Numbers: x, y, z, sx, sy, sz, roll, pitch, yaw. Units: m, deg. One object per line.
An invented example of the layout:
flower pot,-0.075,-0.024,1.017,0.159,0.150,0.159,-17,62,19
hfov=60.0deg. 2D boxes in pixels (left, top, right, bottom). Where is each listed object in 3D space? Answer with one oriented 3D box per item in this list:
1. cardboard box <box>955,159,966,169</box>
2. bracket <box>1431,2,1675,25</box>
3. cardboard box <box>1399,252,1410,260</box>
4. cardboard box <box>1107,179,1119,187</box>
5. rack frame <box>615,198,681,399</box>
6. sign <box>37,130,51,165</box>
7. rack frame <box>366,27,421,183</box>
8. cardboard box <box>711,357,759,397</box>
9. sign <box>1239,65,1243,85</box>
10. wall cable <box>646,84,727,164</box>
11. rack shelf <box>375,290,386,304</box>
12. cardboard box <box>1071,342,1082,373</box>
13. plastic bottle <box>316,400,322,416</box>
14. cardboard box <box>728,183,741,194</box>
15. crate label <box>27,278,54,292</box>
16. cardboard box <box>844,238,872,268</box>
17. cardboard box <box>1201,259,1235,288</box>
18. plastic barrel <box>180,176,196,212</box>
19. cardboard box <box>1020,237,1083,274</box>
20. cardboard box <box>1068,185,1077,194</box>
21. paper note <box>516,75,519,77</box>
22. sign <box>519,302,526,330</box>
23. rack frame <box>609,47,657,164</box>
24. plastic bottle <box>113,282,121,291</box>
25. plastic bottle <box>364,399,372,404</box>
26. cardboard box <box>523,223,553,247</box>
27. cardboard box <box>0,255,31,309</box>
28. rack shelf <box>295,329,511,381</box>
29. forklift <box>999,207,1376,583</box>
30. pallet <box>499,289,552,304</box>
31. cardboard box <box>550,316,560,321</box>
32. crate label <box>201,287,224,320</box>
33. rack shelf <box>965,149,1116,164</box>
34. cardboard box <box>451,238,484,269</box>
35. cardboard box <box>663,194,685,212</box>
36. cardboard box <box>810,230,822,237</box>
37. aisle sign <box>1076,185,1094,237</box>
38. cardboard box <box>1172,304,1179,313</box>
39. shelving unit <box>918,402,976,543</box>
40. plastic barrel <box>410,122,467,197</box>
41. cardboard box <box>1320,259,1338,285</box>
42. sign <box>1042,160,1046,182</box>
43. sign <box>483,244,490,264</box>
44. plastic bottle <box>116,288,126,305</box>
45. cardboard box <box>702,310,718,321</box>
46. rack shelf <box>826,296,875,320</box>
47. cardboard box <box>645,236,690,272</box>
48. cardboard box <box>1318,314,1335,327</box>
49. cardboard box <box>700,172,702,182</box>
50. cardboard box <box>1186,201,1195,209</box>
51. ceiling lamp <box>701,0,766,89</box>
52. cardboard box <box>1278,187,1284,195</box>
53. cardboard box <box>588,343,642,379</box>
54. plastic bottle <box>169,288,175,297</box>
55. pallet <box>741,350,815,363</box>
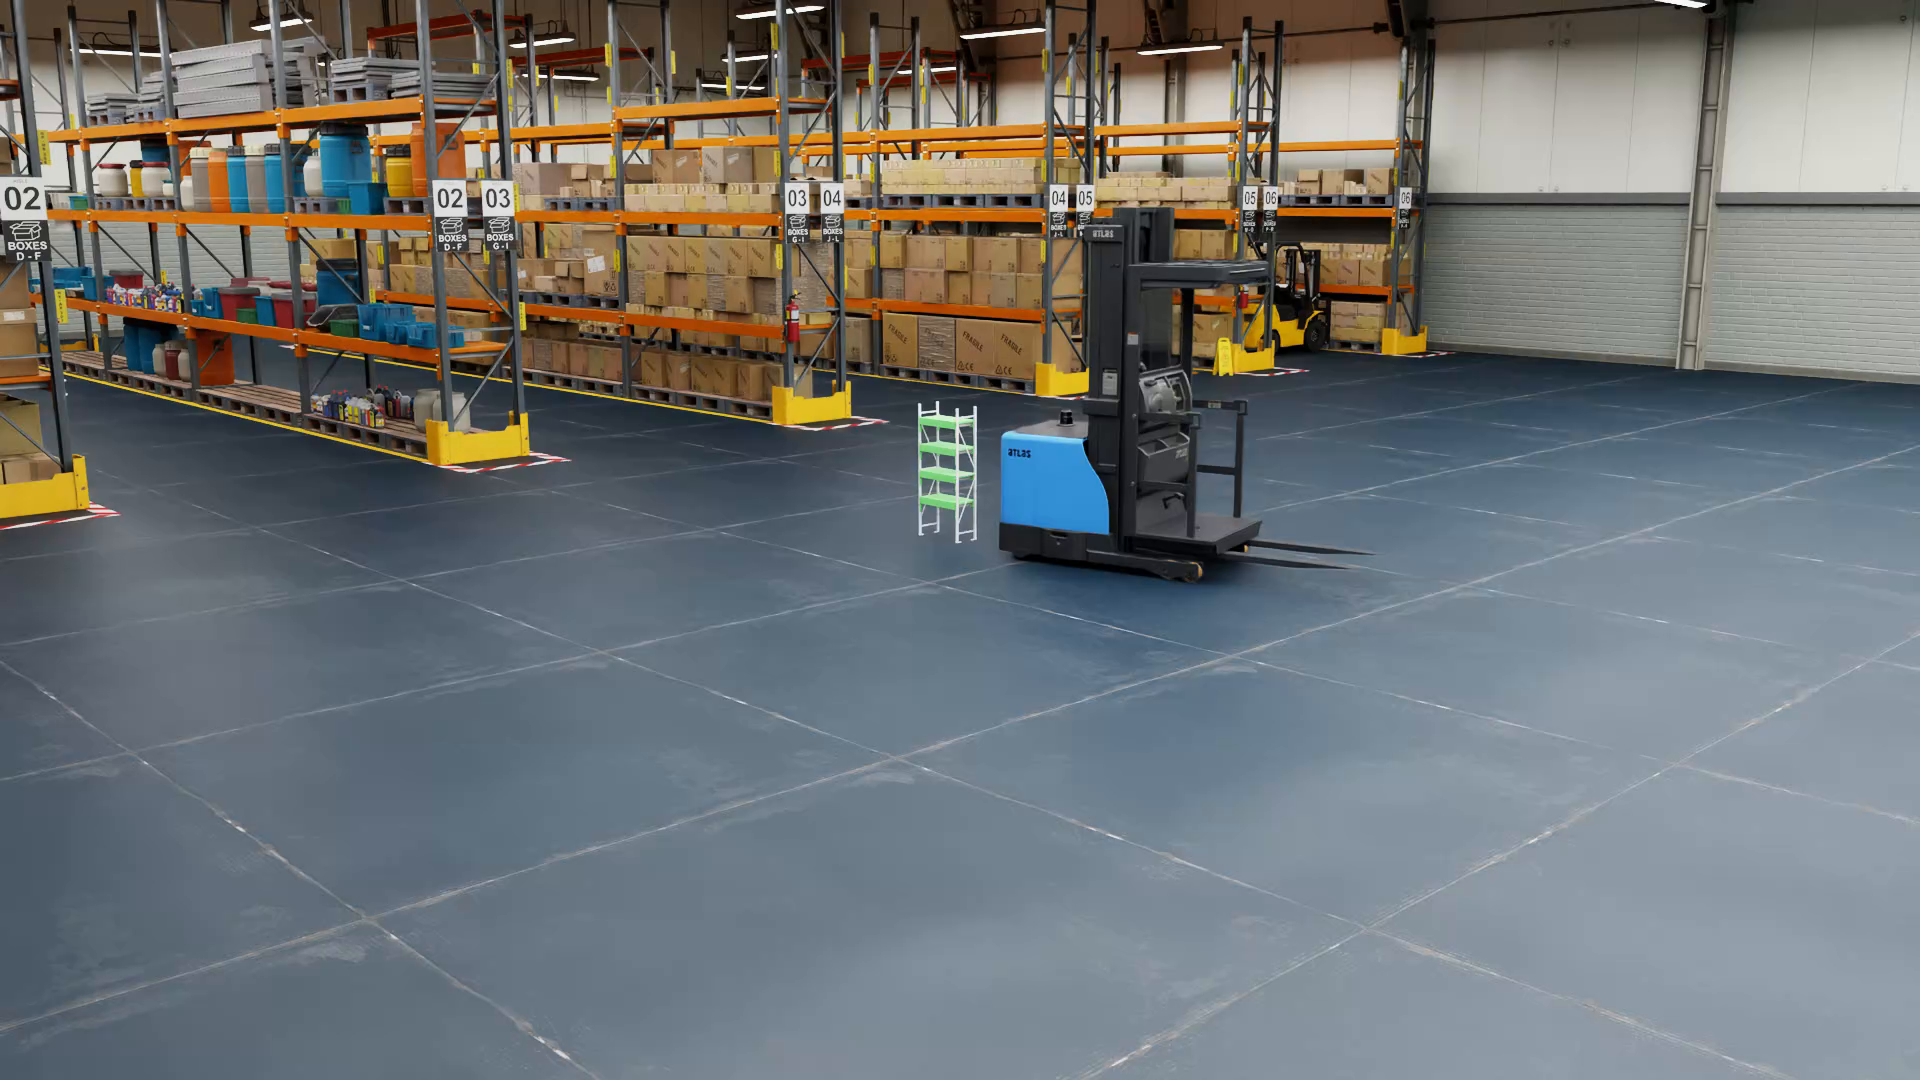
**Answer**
cardboard box,0.142,-6.006,26.556,0.380,0.149,0.250,-11,16,-42
bracket,10.764,-9.627,30.419,0.076,0.066,4.783,-11,16,-43
cardboard box,8.725,-5.640,32.997,0.250,0.149,0.380,11,16,44
cardboard box,2.942,-6.608,30.766,0.380,0.149,0.250,-11,16,-43
rack frame,-4.746,-3.698,25.427,1.000,3.000,0.127,-11,16,-43
sign,-8.745,-3.747,15.868,0.100,0.325,0.005,-11,16,-43
rack frame,-10.270,-7.804,30.489,1.000,3.000,0.127,-11,16,-43
cardboard box,-3.259,-2.366,24.114,0.500,0.500,0.500,-9,15,-37
sign,4.769,-7.894,28.220,0.100,0.325,0.005,-11,16,-43
wall cable,-7.410,-11.065,46.224,2.988,3.039,0.133,-11,16,-43
rack shelf,-11.651,-4.805,32.583,1.077,0.370,4.000,-11,16,-43
cardboard box,2.140,-3.176,29.080,0.637,0.503,0.797,1,12,6
plastic bottle,-8.355,-1.730,21.721,0.097,0.201,0.097,0,12,0
cardboard box,-2.954,-4.814,22.796,0.380,0.149,0.250,-11,16,-42
crate label,-16.682,-4.625,30.191,0.416,0.233,0.303,-11,16,-43
cardboard box,-1.792,-5.060,29.310,0.700,0.500,0.500,-11,16,-43
cardboard box,4.610,-4.731,29.454,0.500,0.500,0.500,-11,16,-44
plastic barrel,-11.097,-5.027,24.169,0.421,0.512,0.421,0,12,0
cardboard box,1.446,-4.453,26.042,0.875,0.550,0.550,-11,16,-43
cardboard box,1.669,-5.486,26.007,0.380,0.149,0.250,-11,16,-42
paper note,-9.549,-9.998,35.857,0.001,0.032,0.123,-11,16,-43
sign,-5.165,-2.636,19.584,0.100,0.325,0.005,-11,16,-43
rack frame,-6.613,-8.480,33.772,1.000,3.000,0.127,-11,16,-43
plastic bottle,-13.816,-4.049,27.252,0.144,0.351,0.185,-11,16,-43
plastic bottle,-7.557,-1.648,21.138,0.152,0.276,0.135,-11,16,-43
cardboard box,-9.257,-6.708,36.572,0.500,0.500,0.500,-11,16,-43
cardboard box,-9.500,-2.496,16.132,0.700,0.500,0.500,-11,16,-42
rack shelf,-6.947,-2.364,20.733,1.077,0.370,4.000,-11,16,-43
forklift,1.863,-1.217,13.554,3.031,2.935,1.130,7,14,30
pallet,-6.939,-4.099,27.847,1.213,0.211,1.003,-11,16,-43
cardboard box,-8.719,-4.845,36.280,0.380,0.149,0.250,-10,15,-41
crate label,-10.600,-3.426,24.020,0.502,0.435,0.616,-11,16,-43
rack shelf,1.866,-9.037,39.248,1.077,0.370,4.000,-11,16,-43
cardboard box,-8.449,-5.026,29.142,0.797,0.503,0.637,-10,16,-41
cardboard box,-3.916,-4.842,23.917,0.500,0.250,0.500,11,16,43
cardboard box,-3.007,-6.681,37.180,0.500,0.500,0.500,-11,16,-42
aisle sign,1.940,-5.095,25.767,0.394,0.787,0.004,-11,16,-43
cardboard box,3.969,-4.201,30.176,0.380,0.149,0.250,-11,16,-42
shelving unit,-0.114,-0.612,14.908,0.258,1.200,0.503,-11,16,-43
plastic barrel,-5.993,-4.362,19.113,0.600,0.830,0.708,-11,16,-43
cardboard box,7.536,-5.423,33.554,0.500,0.500,0.500,-11,16,-44
sign,1.272,-5.581,25.135,0.100,0.325,0.005,-11,16,-43
sign,-7.907,-4.771,27.766,0.100,0.325,0.005,-11,16,-43
plastic bottle,-13.556,-3.941,26.912,0.152,0.276,0.135,-11,16,-43
cardboard box,-3.441,-3.208,23.673,0.380,0.149,0.250,-11,16,-43
rack shelf,-2.470,-4.314,30.200,1.077,0.370,4.000,-11,16,-43
cardboard box,-4.272,-4.208,24.442,0.500,0.500,0.500,-11,16,-43
cardboard box,7.499,-4.466,33.688,0.500,0.250,0.500,-11,16,-44
cardboard box,-5.221,-7.059,32.162,0.396,0.266,0.258,-11,16,-43
cardboard box,4.254,-5.976,29.672,0.380,0.149,0.250,-11,16,-42
ceiling lamp,-5.813,-13.386,43.120,2.000,3.185,0.800,-11,16,-43
cardboard box,6.630,-7.152,34.092,0.380,0.149,0.250,-10,15,-41
cardboard box,-5.470,-2.854,26.435,0.700,0.500,0.500,-11,16,-43
plastic bottle,-12.730,-3.933,26.887,0.097,0.271,0.097,0,12,0
pallet,-3.361,-3.467,31.216,1.003,0.211,1.213,-11,16,-43
